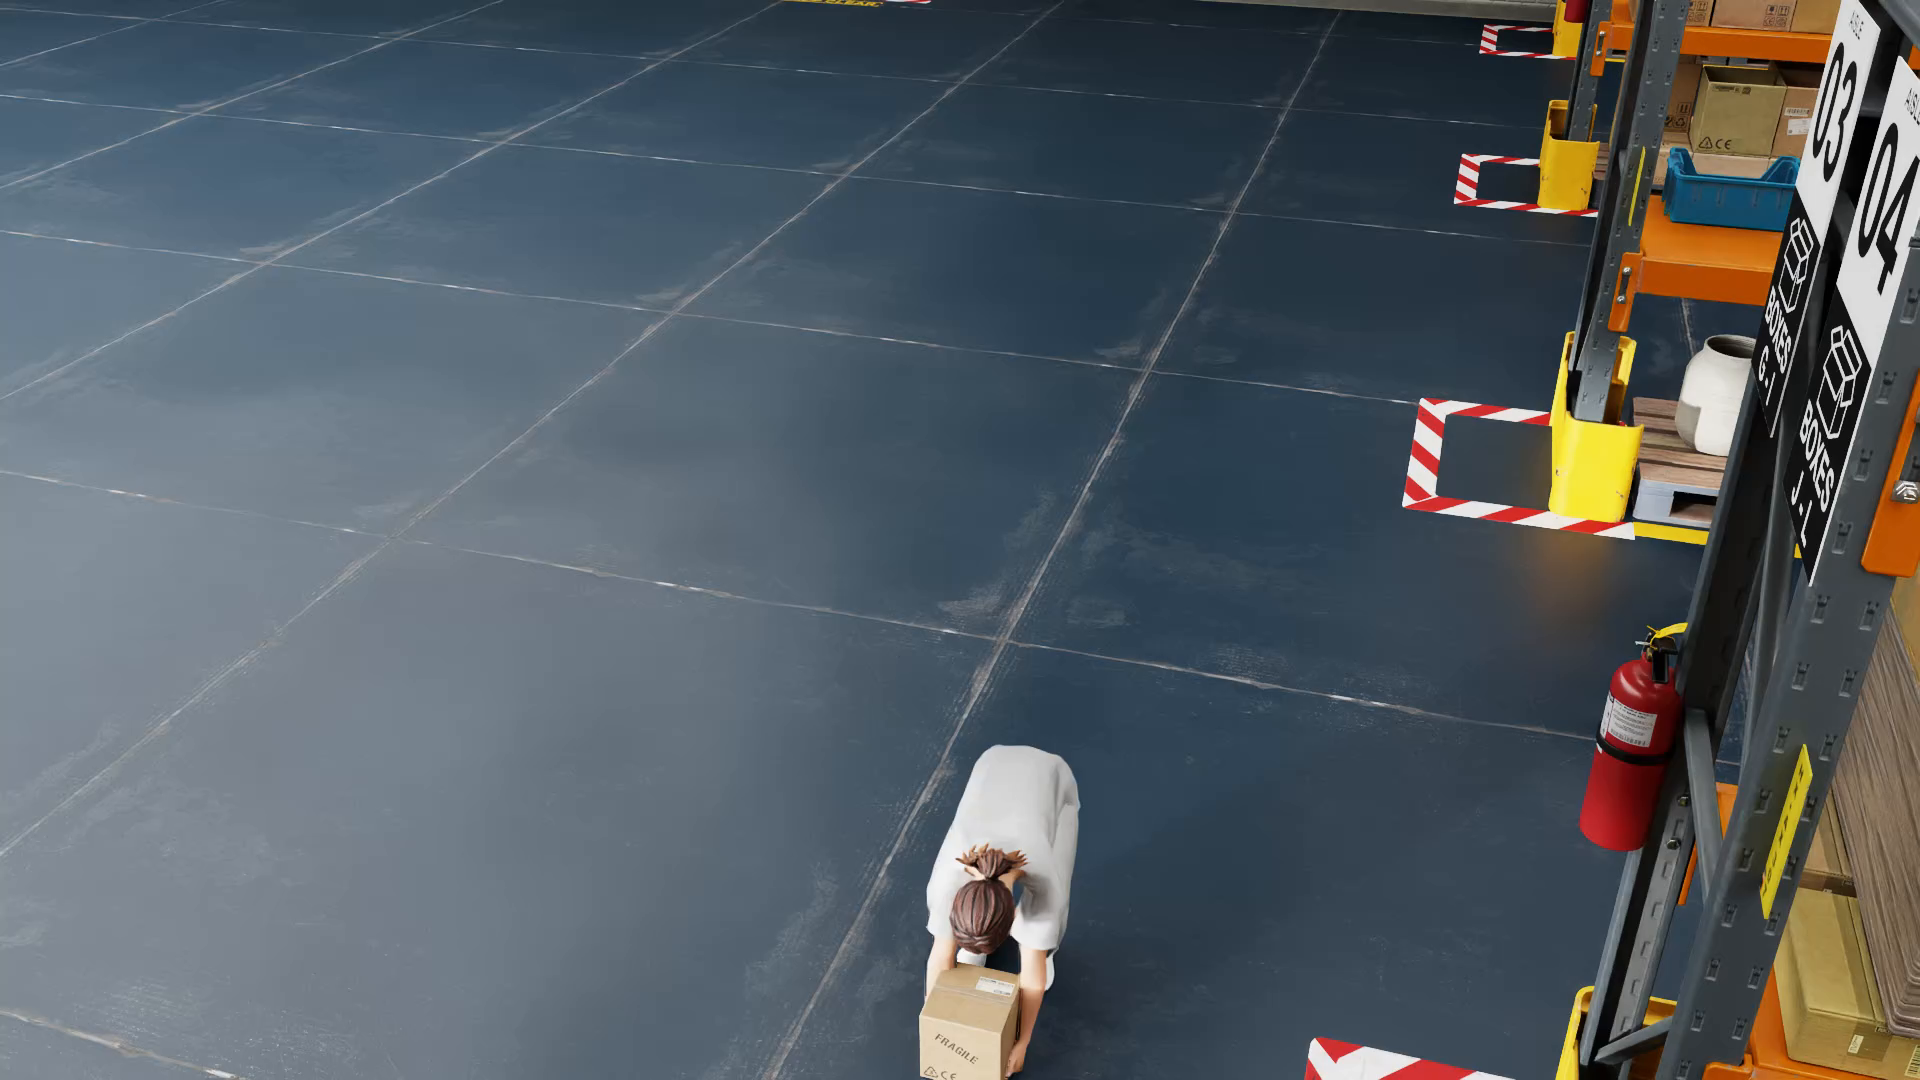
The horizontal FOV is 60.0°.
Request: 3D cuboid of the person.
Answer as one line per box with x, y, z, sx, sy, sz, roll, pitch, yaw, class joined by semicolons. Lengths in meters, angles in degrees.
0.180;0.632;5.022;0.439;1.654;0.558;9;30;15;person
